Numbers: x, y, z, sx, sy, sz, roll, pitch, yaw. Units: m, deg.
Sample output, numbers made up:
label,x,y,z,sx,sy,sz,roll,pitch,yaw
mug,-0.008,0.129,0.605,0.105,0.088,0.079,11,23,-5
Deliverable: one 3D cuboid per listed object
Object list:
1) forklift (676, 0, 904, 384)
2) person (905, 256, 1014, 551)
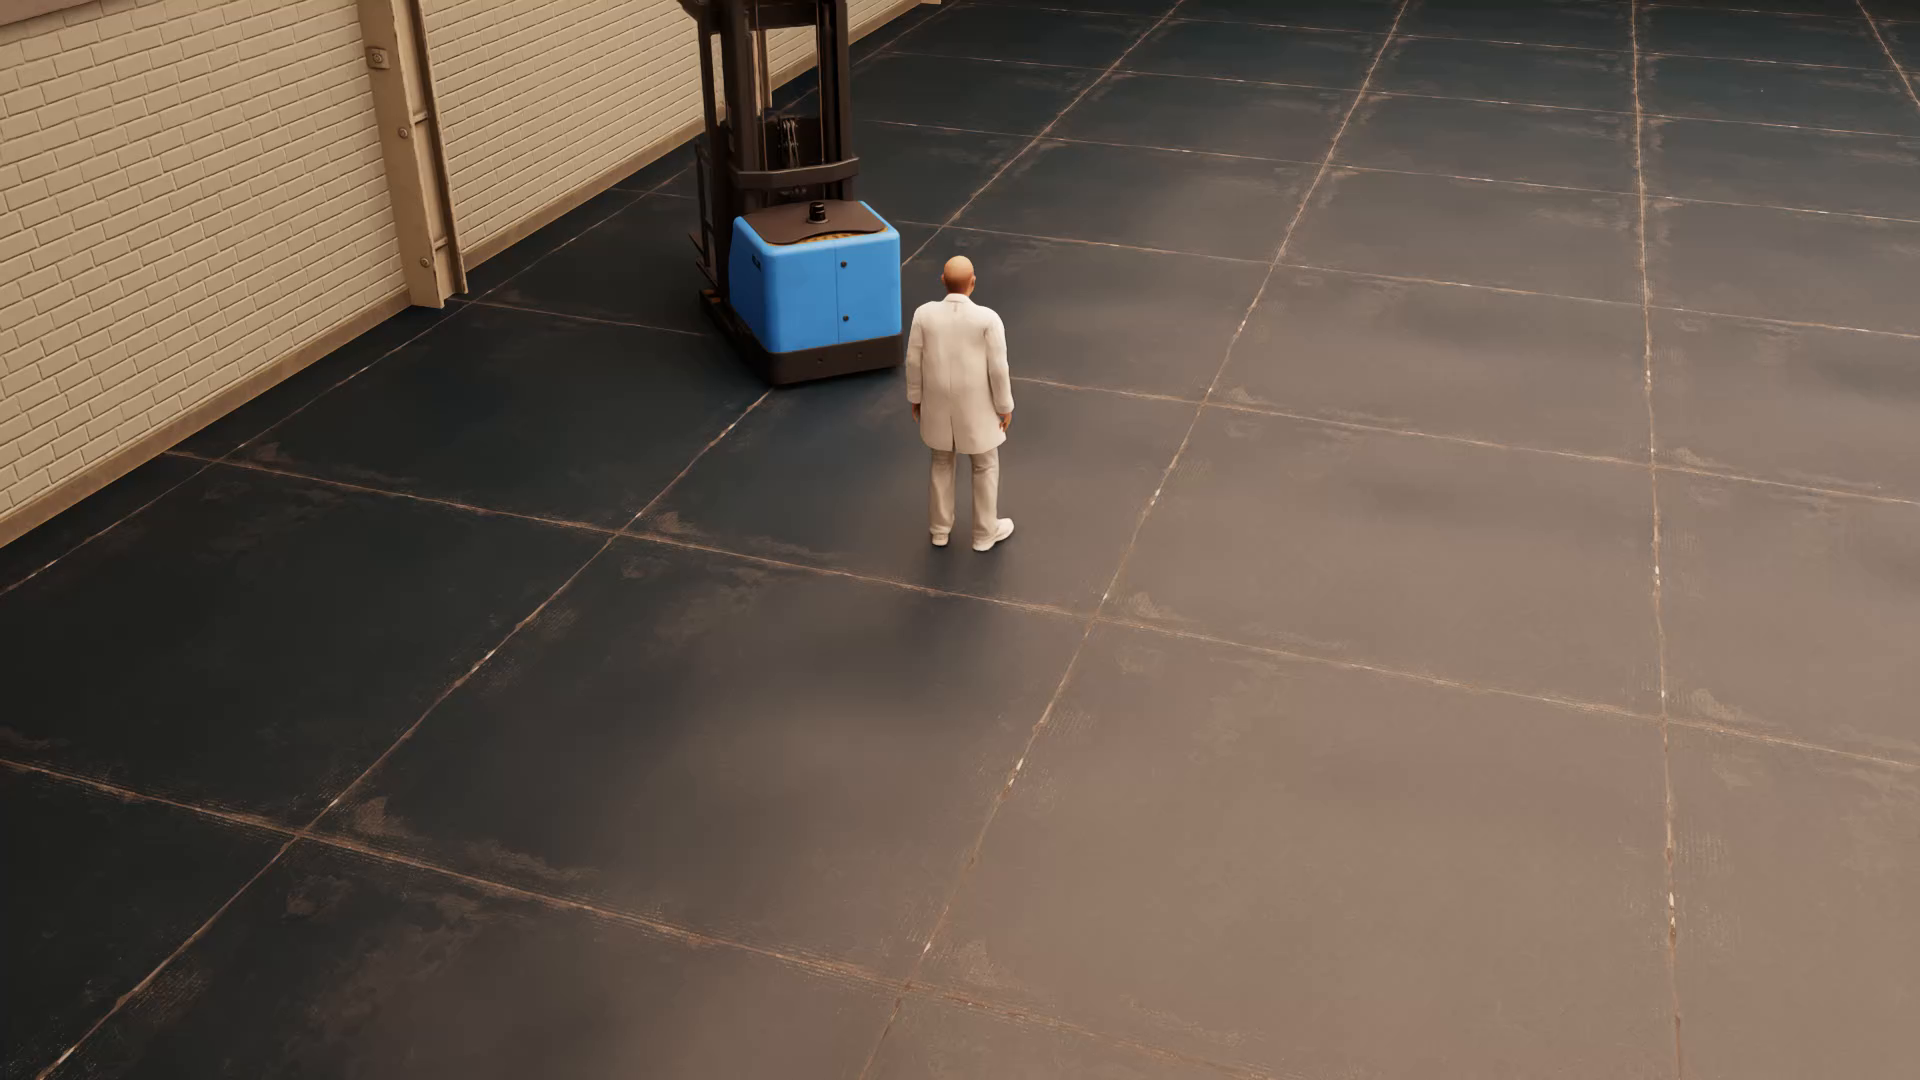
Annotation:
label,x,y,z,sx,sy,sz,roll,pitch,yaw
forklift,-1.442,-3.100,12.575,1.130,2.935,3.031,-12,32,-19
person,0.001,-0.787,9.686,0.644,1.773,0.431,9,31,15
